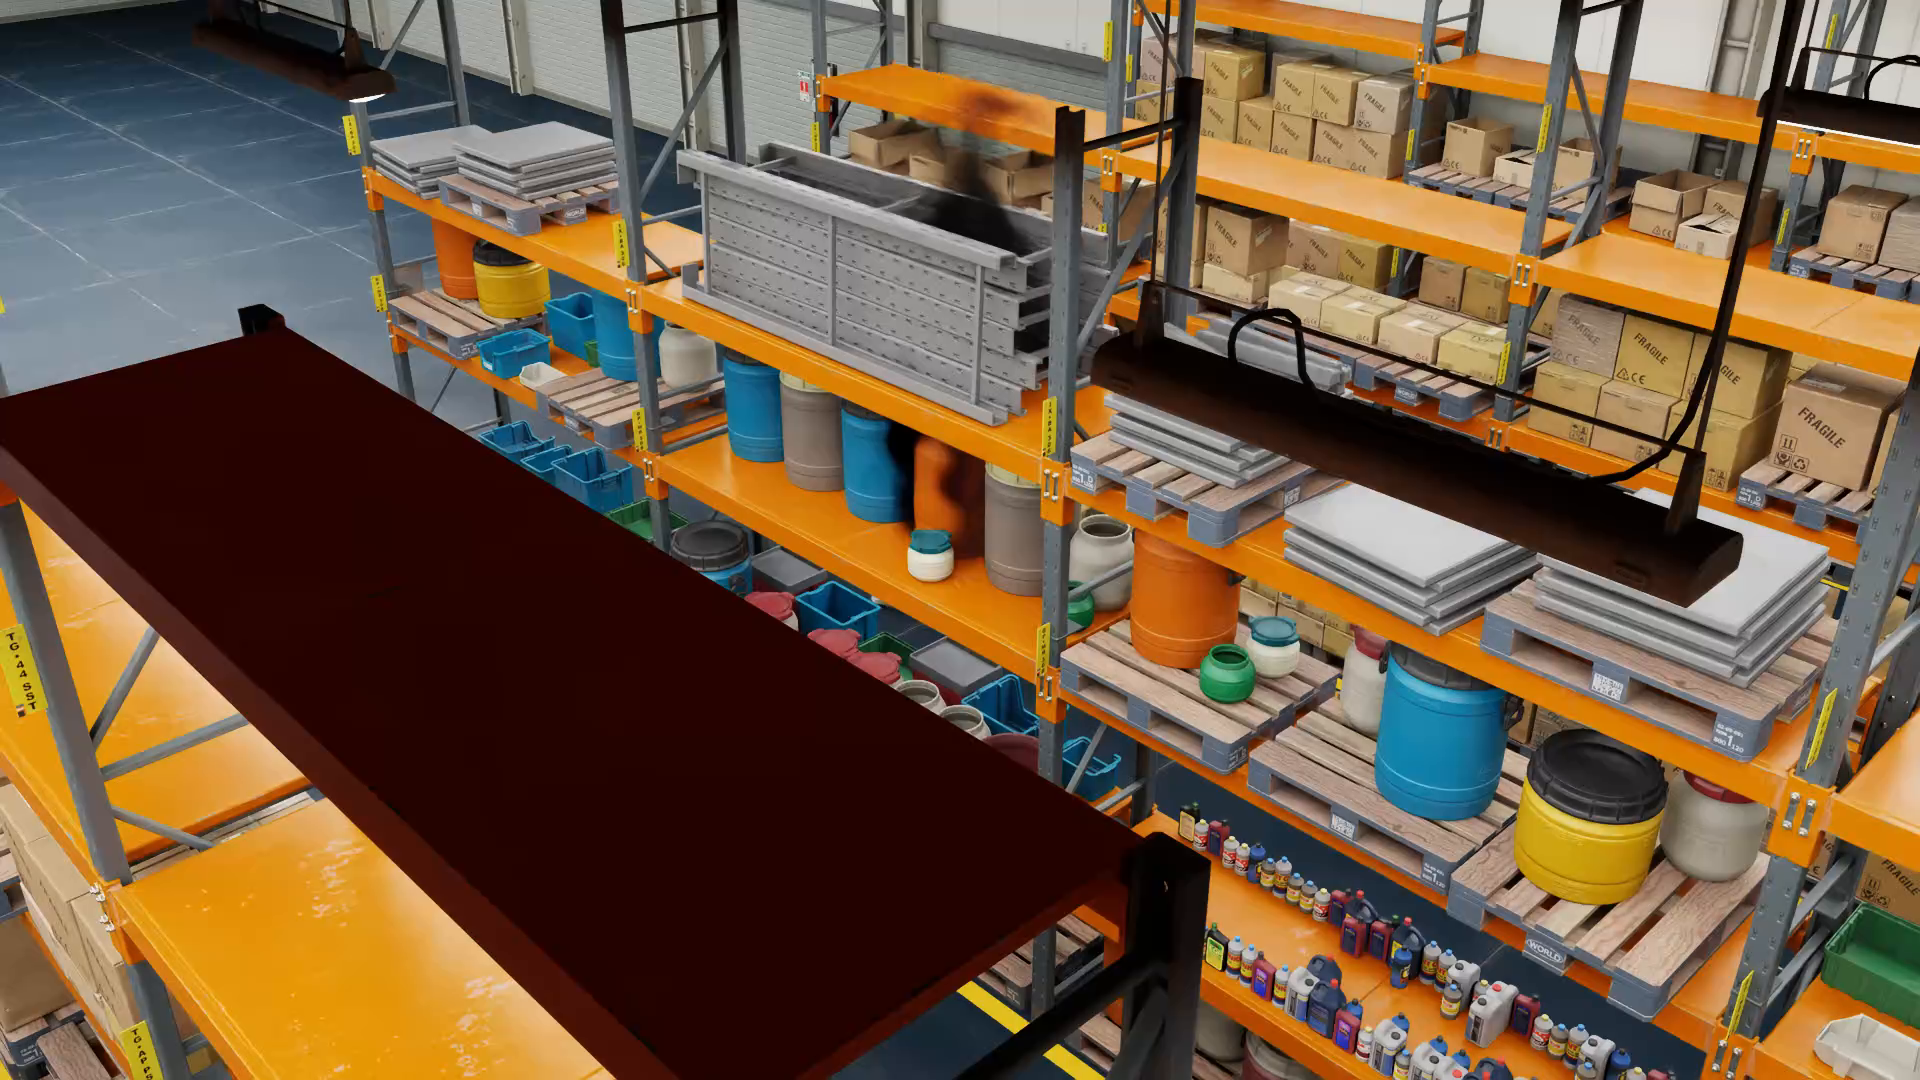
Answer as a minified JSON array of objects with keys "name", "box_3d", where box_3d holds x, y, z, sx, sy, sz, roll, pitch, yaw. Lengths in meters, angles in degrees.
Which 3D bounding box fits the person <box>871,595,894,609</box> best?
[{"name":"person","box_3d":[-0.605,-0.108,15.258,0.598,1.726,0.702,21,35,34]}]
